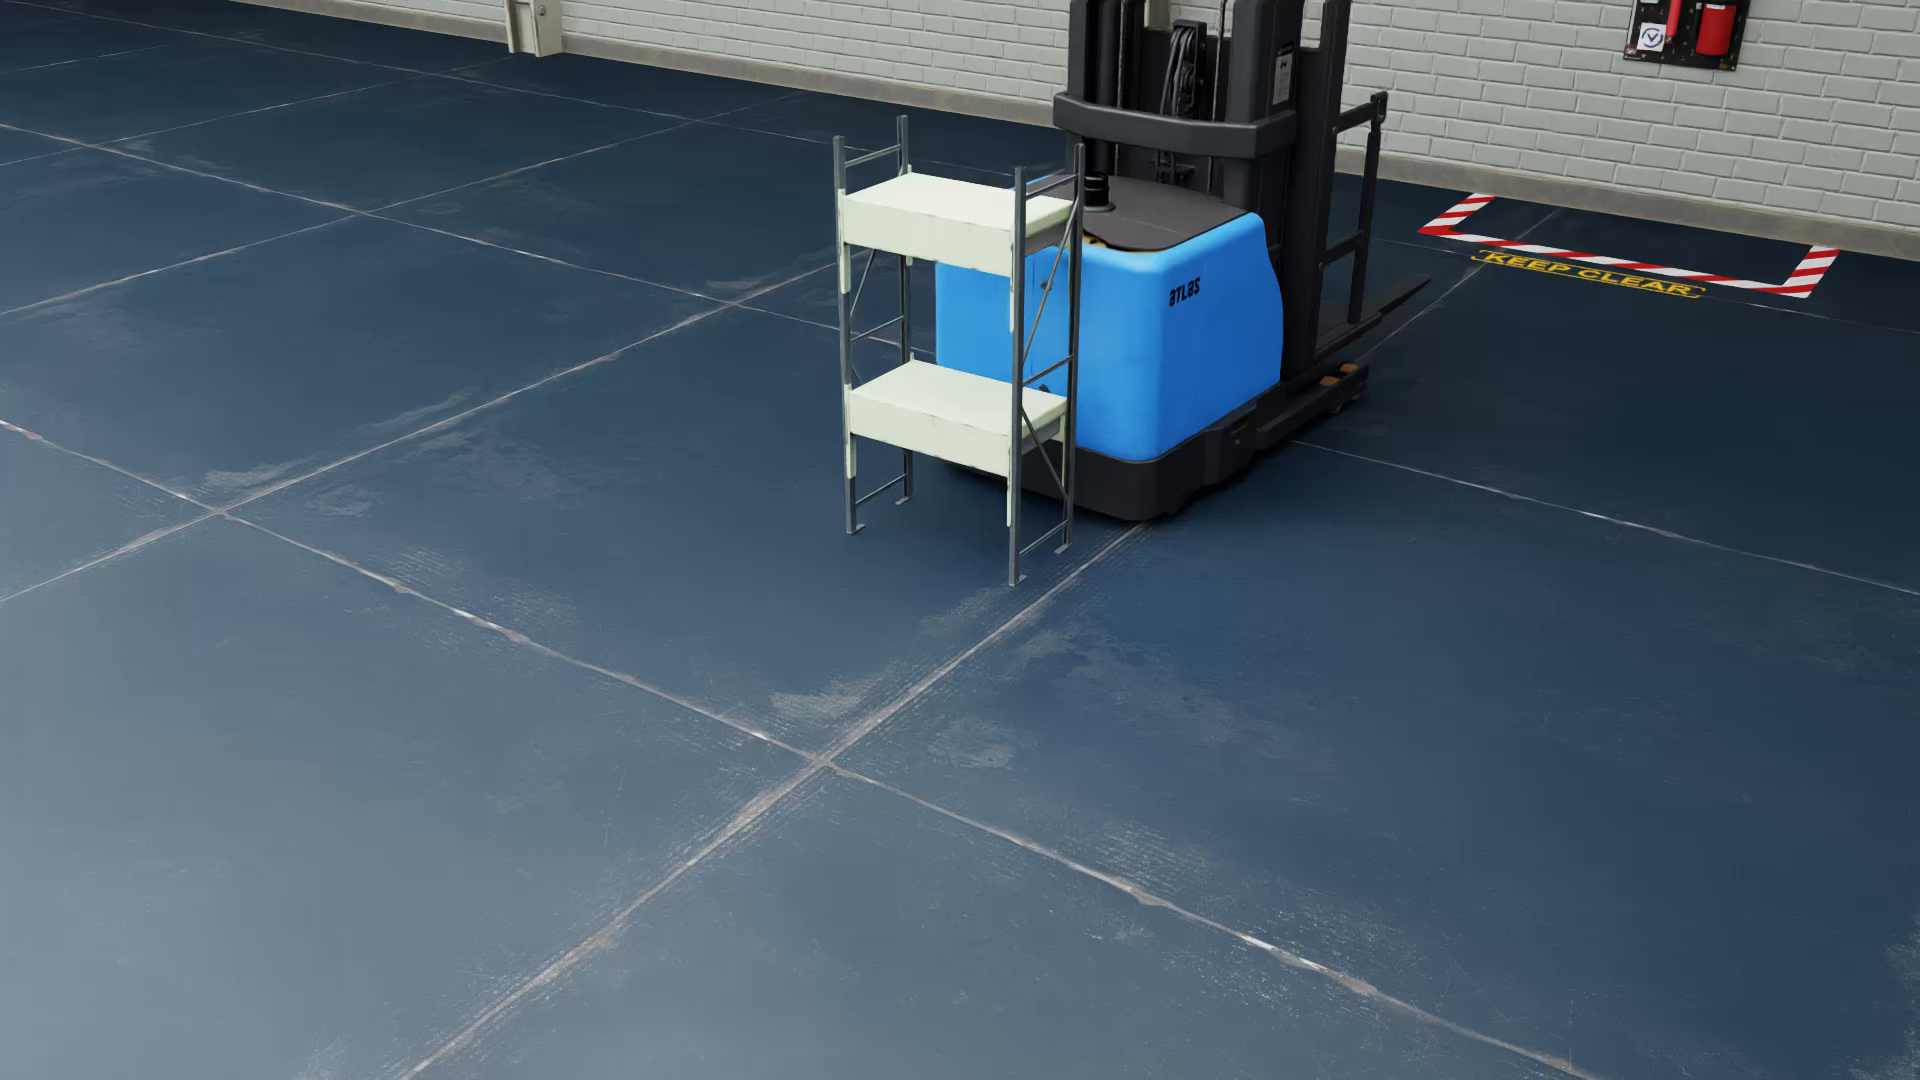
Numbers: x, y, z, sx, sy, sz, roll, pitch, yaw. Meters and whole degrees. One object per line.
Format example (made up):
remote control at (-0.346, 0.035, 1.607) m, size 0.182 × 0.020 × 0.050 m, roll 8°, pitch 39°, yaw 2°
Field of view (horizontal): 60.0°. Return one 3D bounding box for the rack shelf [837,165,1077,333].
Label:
rack shelf at (-0.006, -1.018, 5.736) m, size 0.720 × 0.370 × 0.431 m, roll 17°, pitch 32°, yaw 30°

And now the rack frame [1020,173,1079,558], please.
rack frame at (0.295, -0.576, 5.728) m, size 0.010 × 1.308 × 0.380 m, roll 17°, pitch 32°, yaw 30°

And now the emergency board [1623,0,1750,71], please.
emergency board at (4.122, -3.239, 9.308) m, size 0.643 × 1.169 × 0.194 m, roll 17°, pitch 32°, yaw 30°

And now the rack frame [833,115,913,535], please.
rack frame at (-0.307, -0.764, 6.098) m, size 0.023 × 1.500 × 0.400 m, roll 17°, pitch 32°, yaw 30°

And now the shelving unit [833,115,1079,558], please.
shelving unit at (-0.008, -0.671, 5.915) m, size 0.748 × 1.500 × 0.431 m, roll 17°, pitch 32°, yaw 30°

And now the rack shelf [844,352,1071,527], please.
rack shelf at (-0.006, -0.380, 6.061) m, size 0.720 × 0.370 × 0.431 m, roll 17°, pitch 32°, yaw 30°

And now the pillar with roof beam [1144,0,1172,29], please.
pillar with roof beam at (-1.246, -5.196, 6.538) m, size 0.400 × 9.000 × 9.100 m, roll 17°, pitch 32°, yaw 30°

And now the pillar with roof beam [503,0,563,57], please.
pillar with roof beam at (-6.192, -6.736, 9.565) m, size 0.400 × 9.000 × 9.100 m, roll 17°, pitch 32°, yaw 30°
